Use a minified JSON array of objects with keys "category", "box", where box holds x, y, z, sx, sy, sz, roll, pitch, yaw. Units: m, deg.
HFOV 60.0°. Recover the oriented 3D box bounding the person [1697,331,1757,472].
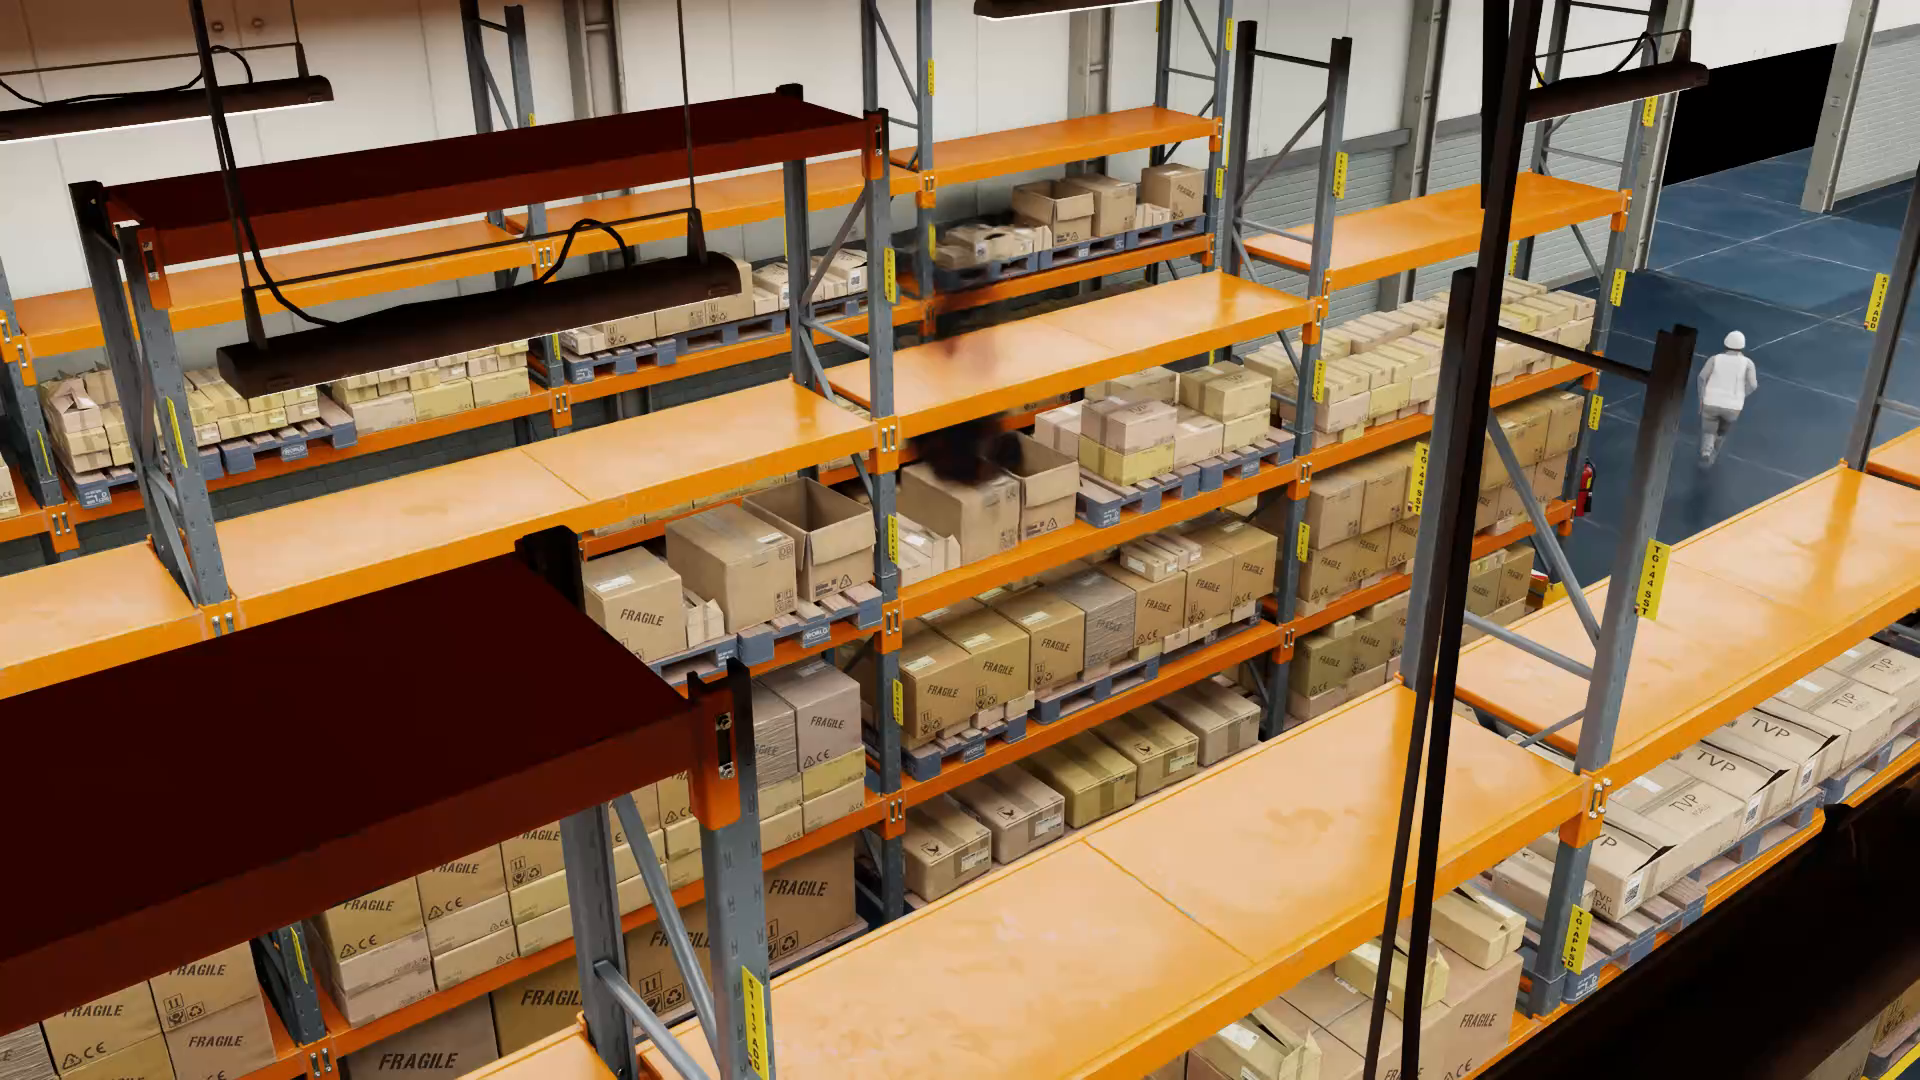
[{"category":"person","box":[8.837,-1.525,19.309,0.636,1.721,0.848,13,29,25]}]
